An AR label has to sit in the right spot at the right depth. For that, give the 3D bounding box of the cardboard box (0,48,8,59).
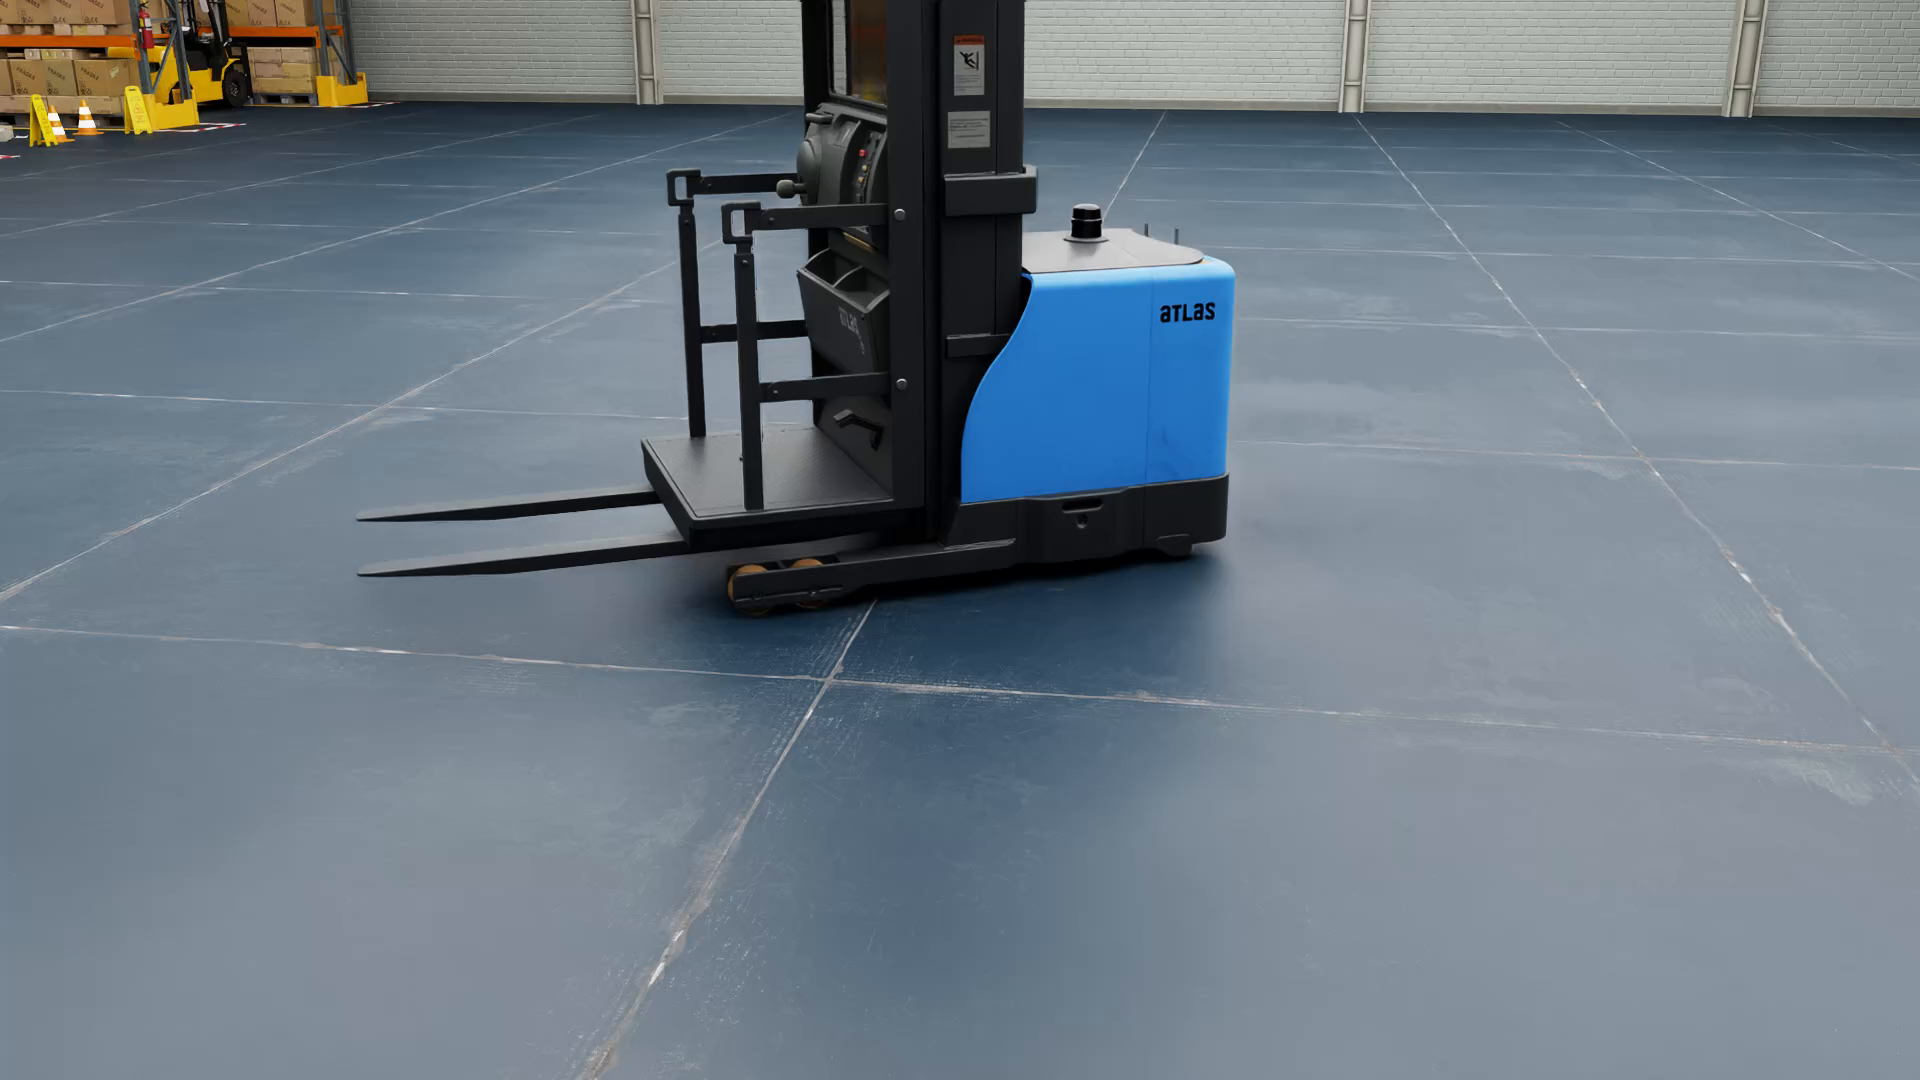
[{"bbox_3d":[-14.112,-7.081,24.205,0.250,0.149,0.380,4,19,12],"label":"cardboard box"}]

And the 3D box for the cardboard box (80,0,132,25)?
[{"bbox_3d":[-12.170,-7.628,23.746,0.500,0.500,0.500,3,19,8],"label":"cardboard box"}]

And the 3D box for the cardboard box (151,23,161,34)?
[{"bbox_3d":[-11.893,-7.461,24.270,0.250,0.149,0.380,3,19,9],"label":"cardboard box"}]

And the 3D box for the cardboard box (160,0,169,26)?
[{"bbox_3d":[-13.842,-9.177,28.845,0.500,0.500,0.500,3,19,10],"label":"cardboard box"}]

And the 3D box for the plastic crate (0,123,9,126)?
[{"bbox_3d":[-14.120,-5.979,24.046,0.583,0.080,0.402,-3,19,-10],"label":"plastic crate"}]

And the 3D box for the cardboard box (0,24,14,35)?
[{"bbox_3d":[-13.765,-7.393,24.066,0.250,0.149,0.380,3,19,8],"label":"cardboard box"}]

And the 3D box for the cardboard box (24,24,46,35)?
[{"bbox_3d":[-13.267,-7.373,24.008,0.250,0.149,0.380,3,19,8],"label":"cardboard box"}]

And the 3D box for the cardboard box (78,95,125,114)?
[{"bbox_3d":[-12.455,-6.351,24.228,0.500,0.250,0.500,3,19,8],"label":"cardboard box"}]

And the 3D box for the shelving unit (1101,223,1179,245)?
[{"bbox_3d":[0.736,-0.780,6.979,0.252,1.050,0.215,-13,23,-35],"label":"shelving unit"}]

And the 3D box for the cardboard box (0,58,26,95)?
[{"bbox_3d":[-13.958,-6.786,24.347,0.500,0.500,0.500,4,19,12],"label":"cardboard box"}]

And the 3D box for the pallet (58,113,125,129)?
[{"bbox_3d":[-12.462,-6.231,24.594,1.213,0.211,1.003,3,19,9],"label":"pallet"}]

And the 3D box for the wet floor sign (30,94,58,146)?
[{"bbox_3d":[-11.933,-5.445,21.558,0.232,0.644,0.267,0,19,-1],"label":"wet floor sign"}]

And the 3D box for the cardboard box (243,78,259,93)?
[{"bbox_3d":[-12.303,-7.929,28.945,0.500,0.250,0.500,3,19,9],"label":"cardboard box"}]

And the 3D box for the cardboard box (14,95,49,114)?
[{"bbox_3d":[-13.459,-6.403,24.383,0.500,0.250,0.500,2,19,7],"label":"cardboard box"}]

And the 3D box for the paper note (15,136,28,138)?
[{"bbox_3d":[-12.839,-5.514,22.735,0.142,0.019,0.148,-3,19,-10],"label":"paper note"}]

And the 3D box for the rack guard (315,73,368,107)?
[{"bbox_3d":[-10.783,-7.867,29.026,0.348,0.500,1.175,3,19,9],"label":"rack guard"}]

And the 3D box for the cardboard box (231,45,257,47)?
[{"bbox_3d":[-12.742,-8.587,29.334,0.500,0.250,0.500,3,19,8],"label":"cardboard box"}]

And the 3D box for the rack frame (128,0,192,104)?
[{"bbox_3d":[-11.590,-7.498,23.985,0.127,3.000,1.000,3,19,9],"label":"rack frame"}]

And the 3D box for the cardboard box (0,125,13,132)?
[{"bbox_3d":[-13.204,-5.579,22.743,0.250,0.149,0.380,14,23,37],"label":"cardboard box"}]

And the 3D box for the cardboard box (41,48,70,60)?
[{"bbox_3d":[-13.043,-7.026,24.042,0.250,0.149,0.380,3,19,10],"label":"cardboard box"}]

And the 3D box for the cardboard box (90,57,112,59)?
[{"bbox_3d":[-12.883,-6.902,24.694,0.500,0.500,0.500,2,19,7],"label":"cardboard box"}]

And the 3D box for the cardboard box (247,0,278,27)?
[{"bbox_3d":[-11.845,-9.072,28.532,0.500,0.500,0.500,4,19,10],"label":"cardboard box"}]

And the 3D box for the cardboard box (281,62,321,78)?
[{"bbox_3d":[-11.337,-8.112,28.704,0.500,0.250,0.500,3,19,8],"label":"cardboard box"}]

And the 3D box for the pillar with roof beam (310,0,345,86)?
[{"bbox_3d":[-12.034,-10.867,24.599,0.400,9.000,9.100,3,19,9],"label":"pillar with roof beam"}]

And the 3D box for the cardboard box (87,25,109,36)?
[{"bbox_3d":[-12.261,-7.309,23.815,0.250,0.149,0.380,3,19,8],"label":"cardboard box"}]

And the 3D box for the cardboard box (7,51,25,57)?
[{"bbox_3d":[-16.781,-8.429,29.848,0.625,0.625,0.875,2,19,6],"label":"cardboard box"}]

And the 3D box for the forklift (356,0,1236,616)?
[{"bbox_3d":[-0.590,-1.326,5.646,3.031,2.935,1.130,-6,20,-18],"label":"forklift"}]

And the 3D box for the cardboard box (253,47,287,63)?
[{"bbox_3d":[-11.816,-8.372,28.693,0.500,0.250,0.500,3,19,10],"label":"cardboard box"}]

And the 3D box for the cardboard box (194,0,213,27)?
[{"bbox_3d":[-12.849,-9.120,28.674,0.500,0.500,0.500,3,19,9],"label":"cardboard box"}]

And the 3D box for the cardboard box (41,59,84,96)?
[{"bbox_3d":[-12.938,-6.733,24.187,0.500,0.500,0.500,4,19,11],"label":"cardboard box"}]

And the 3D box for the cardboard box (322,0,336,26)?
[{"bbox_3d":[-11.252,-9.213,28.952,0.500,0.500,0.500,4,19,10],"label":"cardboard box"}]

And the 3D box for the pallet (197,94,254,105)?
[{"bbox_3d":[-12.769,-7.819,29.337,1.213,0.211,1.003,3,19,9],"label":"pallet"}]

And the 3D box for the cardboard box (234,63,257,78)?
[{"bbox_3d":[-12.343,-8.160,28.848,0.500,0.250,0.500,2,19,7],"label":"cardboard box"}]

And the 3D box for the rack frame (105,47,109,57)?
[{"bbox_3d":[-14.756,-9.255,29.235,0.127,3.000,1.000,3,19,9],"label":"rack frame"}]

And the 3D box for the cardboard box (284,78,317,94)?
[{"bbox_3d":[-11.321,-7.873,28.778,0.500,0.250,0.500,3,19,9],"label":"cardboard box"}]

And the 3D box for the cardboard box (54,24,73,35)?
[{"bbox_3d":[-12.770,-7.332,23.884,0.250,0.149,0.380,3,19,10],"label":"cardboard box"}]

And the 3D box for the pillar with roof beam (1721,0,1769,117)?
[{"bbox_3d":[11.662,-9.659,20.989,0.400,9.000,9.100,3,19,9],"label":"pillar with roof beam"}]

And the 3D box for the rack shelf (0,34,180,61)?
[{"bbox_3d":[-13.565,-7.258,24.400,4.000,0.370,1.077,3,19,9],"label":"rack shelf"}]

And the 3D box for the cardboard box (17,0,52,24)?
[{"bbox_3d":[-13.157,-7.680,23.904,0.500,0.500,0.500,3,19,8],"label":"cardboard box"}]

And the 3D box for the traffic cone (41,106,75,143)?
[{"bbox_3d":[-12.060,-5.548,22.154,0.334,0.463,0.336,3,19,9],"label":"traffic cone"}]
